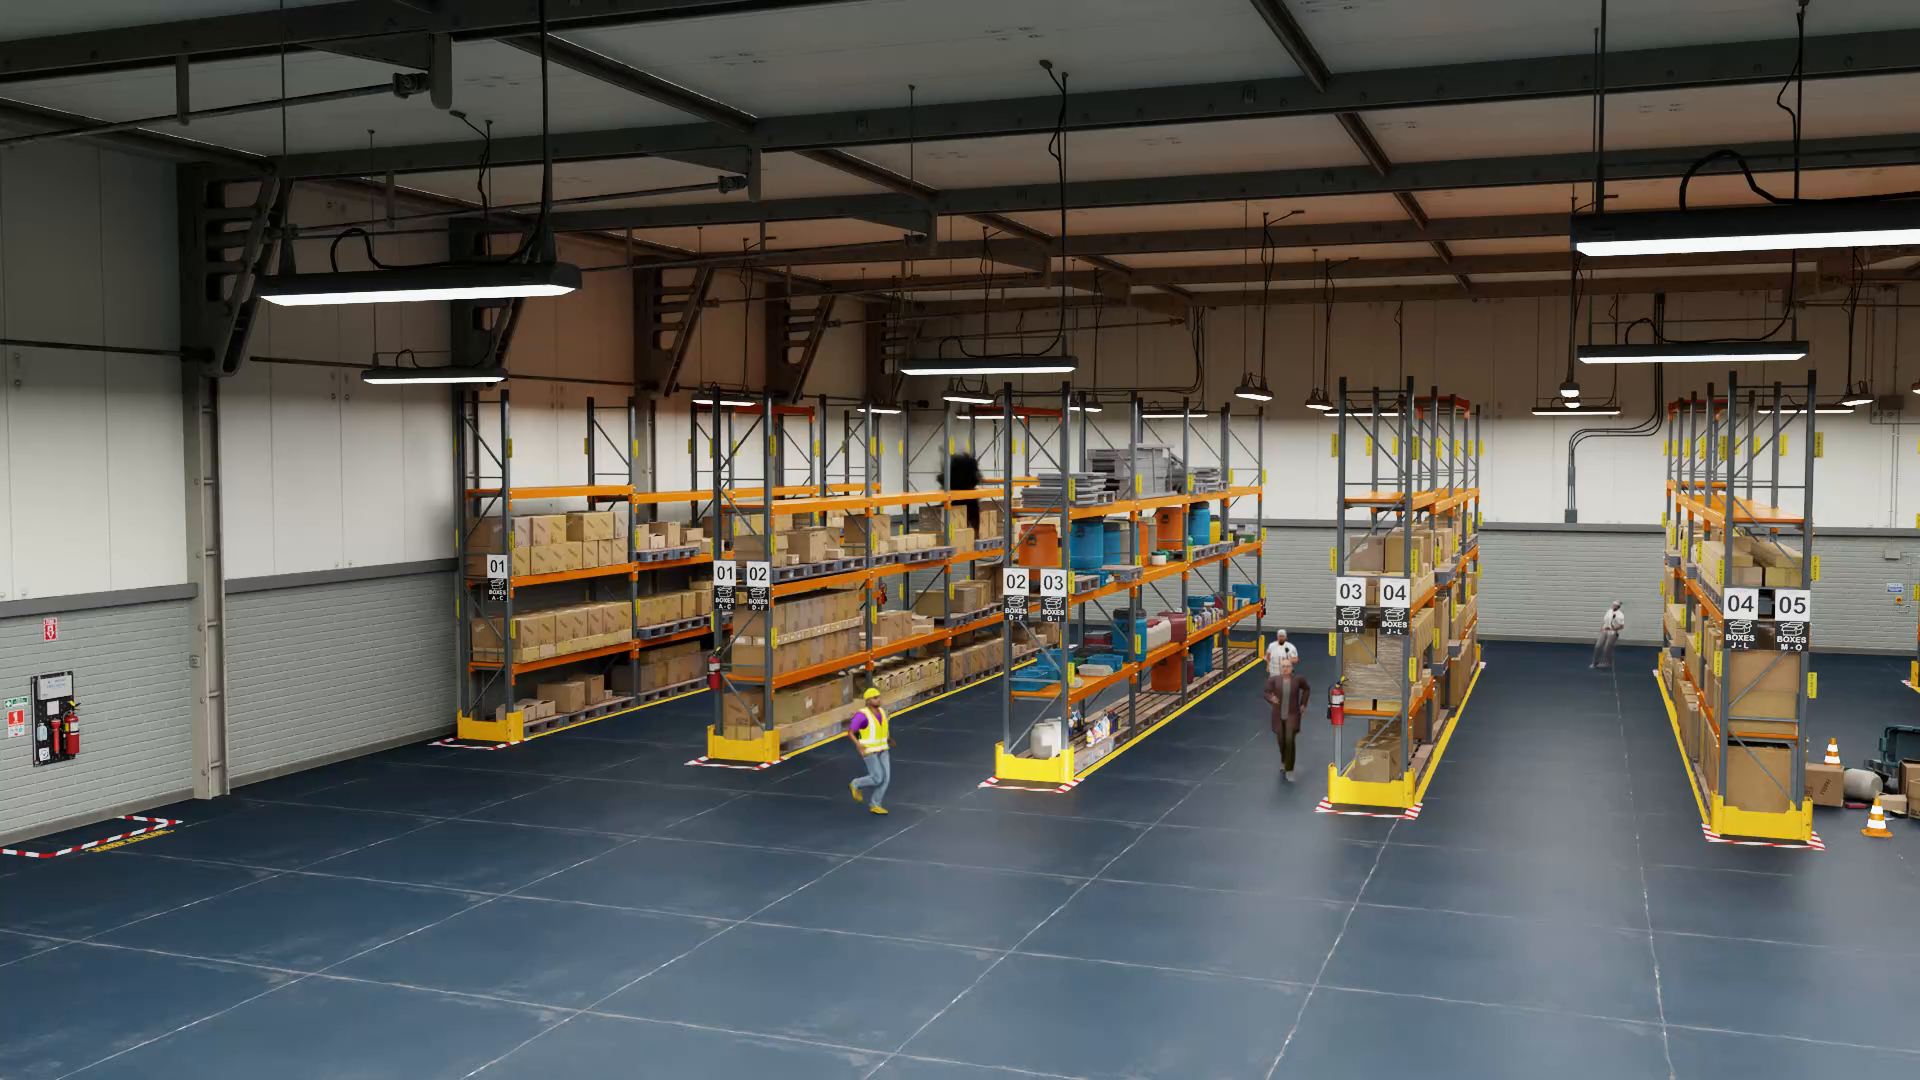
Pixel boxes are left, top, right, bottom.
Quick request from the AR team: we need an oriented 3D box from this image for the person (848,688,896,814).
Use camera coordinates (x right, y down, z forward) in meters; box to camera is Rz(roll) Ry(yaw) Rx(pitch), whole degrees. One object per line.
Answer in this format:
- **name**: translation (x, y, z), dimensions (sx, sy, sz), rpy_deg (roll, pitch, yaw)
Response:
- **person**: translation (-1.217, 2.885, 22.857), dimensions (0.590, 1.718, 0.712), rpy_deg (3, 4, 42)

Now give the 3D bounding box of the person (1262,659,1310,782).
- **person**: translation (4.950, 2.726, 25.329), dimensions (0.687, 1.840, 0.862), rpy_deg (1, 3, 20)

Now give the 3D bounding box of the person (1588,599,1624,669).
- **person**: translation (14.710, 2.146, 37.685), dimensions (0.572, 1.672, 0.797), rpy_deg (-2, 4, -34)

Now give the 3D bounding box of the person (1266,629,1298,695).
- **person**: translation (5.911, 2.470, 30.538), dimensions (0.599, 1.661, 0.937), rpy_deg (1, 3, 14)
